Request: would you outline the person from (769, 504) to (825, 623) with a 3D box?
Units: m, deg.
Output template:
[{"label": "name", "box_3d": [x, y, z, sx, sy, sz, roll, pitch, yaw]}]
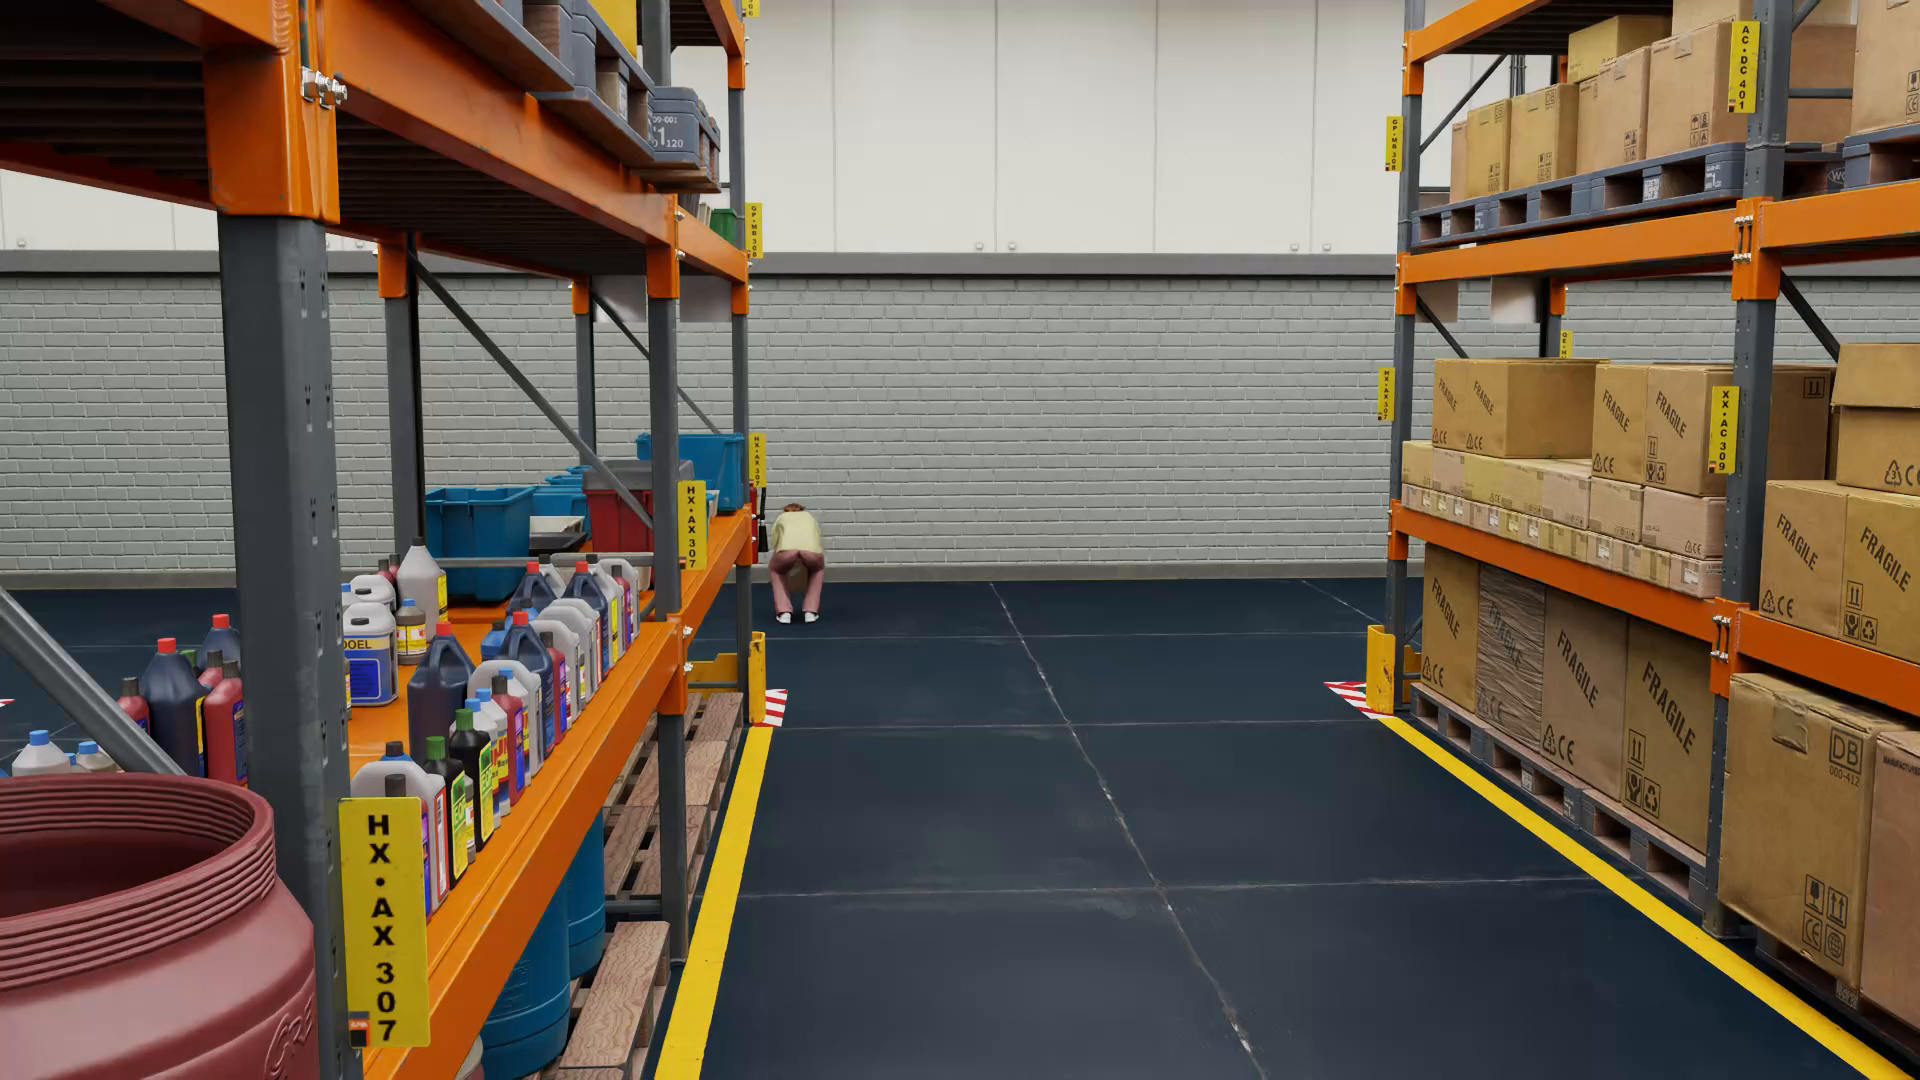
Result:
[{"label": "person", "box_3d": [-1.348, 0.182, 13.765, 0.469, 0.950, 0.852, -1, 7, -6]}]
